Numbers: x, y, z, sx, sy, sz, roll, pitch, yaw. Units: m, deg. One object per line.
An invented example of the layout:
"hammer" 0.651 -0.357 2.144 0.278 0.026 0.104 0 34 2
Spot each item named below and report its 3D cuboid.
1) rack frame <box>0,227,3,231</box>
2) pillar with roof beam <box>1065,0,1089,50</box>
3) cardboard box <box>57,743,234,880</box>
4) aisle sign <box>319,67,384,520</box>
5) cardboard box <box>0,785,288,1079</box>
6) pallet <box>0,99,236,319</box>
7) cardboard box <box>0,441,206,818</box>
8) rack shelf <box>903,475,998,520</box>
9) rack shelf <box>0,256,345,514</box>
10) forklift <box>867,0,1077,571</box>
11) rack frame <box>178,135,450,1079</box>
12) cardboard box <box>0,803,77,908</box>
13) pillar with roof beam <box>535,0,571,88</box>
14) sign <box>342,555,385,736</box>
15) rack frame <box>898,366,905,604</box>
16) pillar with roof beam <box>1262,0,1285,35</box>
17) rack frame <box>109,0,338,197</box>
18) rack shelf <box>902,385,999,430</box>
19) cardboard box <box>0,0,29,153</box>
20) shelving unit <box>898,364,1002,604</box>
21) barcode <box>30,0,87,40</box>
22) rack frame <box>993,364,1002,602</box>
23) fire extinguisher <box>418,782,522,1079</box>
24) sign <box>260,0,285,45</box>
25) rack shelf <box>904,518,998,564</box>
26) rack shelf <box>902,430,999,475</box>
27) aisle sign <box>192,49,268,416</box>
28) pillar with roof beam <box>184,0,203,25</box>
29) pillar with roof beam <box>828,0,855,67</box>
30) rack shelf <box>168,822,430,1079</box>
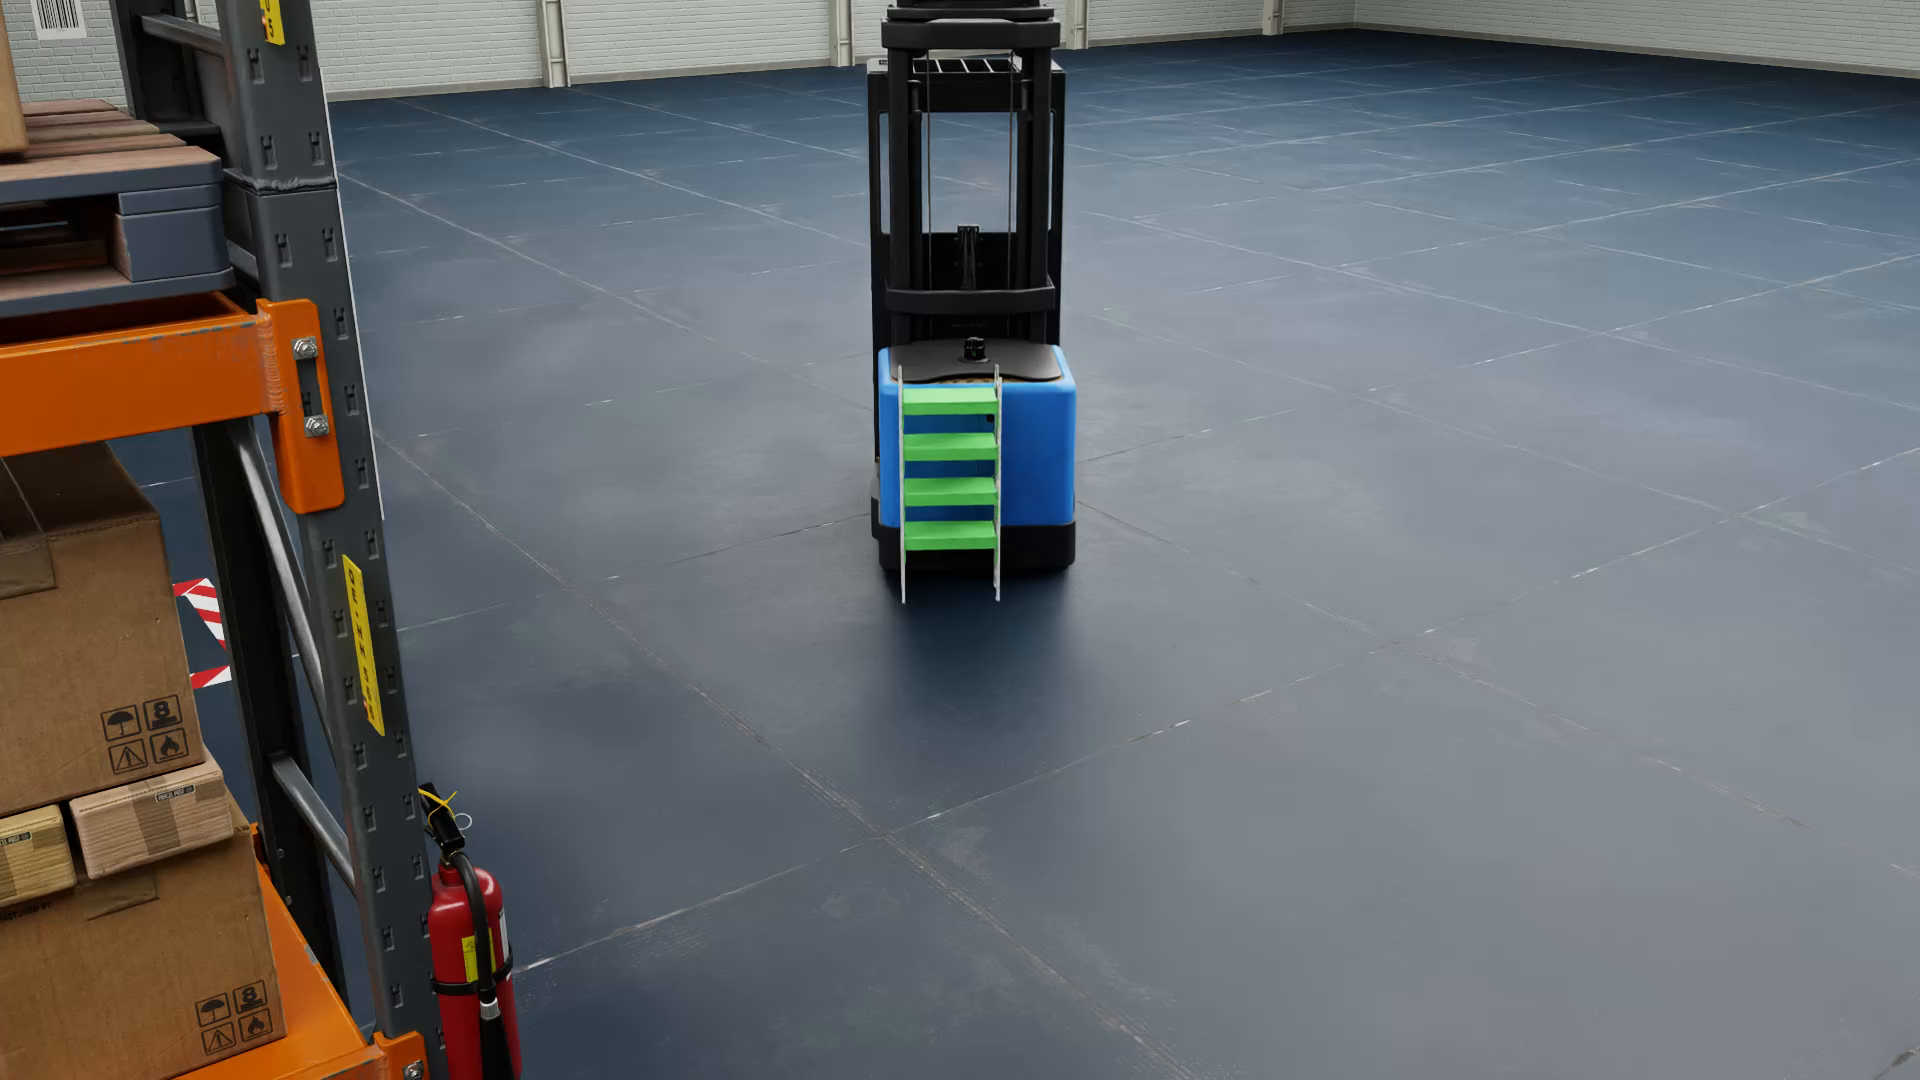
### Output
"rack frame" -4.268 -0.819 7.401 0.127 3.000 1.000 -15 26 -33
"pillar with roof beam" 5.054 -13.589 31.310 0.400 9.000 9.100 -15 26 -33
"cardboard box" -1.577 0.465 3.175 0.250 0.149 0.380 -15 26 -34
"aisle sign" -1.154 -0.461 2.997 0.004 0.787 0.394 -15 26 -33
"cardboard box" -1.765 0.723 3.402 0.500 0.500 0.700 -15 26 -33
"pallet" -1.968 -0.535 2.761 1.213 0.211 1.003 -15 26 -33
"cardboard box" -1.808 0.132 3.133 0.500 0.500 0.700 -15 26 -33
"rack shelf" -0.052 -0.219 8.498 0.480 0.148 0.258 -1 22 -3
"rack shelf" -3.002 0.046 2.157 4.000 0.370 1.077 -15 26 -33
"forklift" 0.021 -1.701 9.703 1.130 2.935 3.031 -1 22 -3
"rack frame" -1.379 0.672 3.665 0.127 3.000 1.000 -15 26 -33
"cardboard box" -1.789 0.522 3.032 0.250 0.149 0.380 -14 26 -32
"pillar with roof beam" -4.687 -10.992 24.800 0.400 9.000 9.100 -15 26 -33
"sign" -1.073 0.191 2.989 0.005 0.325 0.100 -15 26 -33
"rack frame" -0.296 -0.273 8.462 0.015 1.200 0.240 -1 22 -3
"pillar with roof beam" 9.924 -14.888 34.564 0.400 9.000 9.100 -15 26 -33
"rack frame" -1.379 -2.114 2.553 0.127 3.000 1.000 -15 26 -33
"rack shelf" -0.052 -0.664 8.320 0.480 0.148 0.258 -1 22 -3
"cardboard box" -1.847 -0.906 2.677 0.637 0.503 0.797 -13 25 -29
"shelving unit" -0.052 -0.278 8.474 0.503 1.200 0.258 -1 22 -3
"barcode" -1.342 -0.780 2.474 0.075 0.075 0.001 -15 26 -33
"rack frame" 0.191 -0.283 8.486 0.015 1.200 0.240 -1 22 -3
"fire extinguisher" -1.011 0.822 3.393 0.183 0.674 0.296 -15 26 -33
"sign" -1.073 -0.929 2.543 0.005 0.325 0.100 -15 26 -33
"rack shelf" -0.052 0.004 8.587 0.480 0.148 0.258 -1 22 -3
"rack shelf" -0.052 -0.442 8.409 0.480 0.148 0.258 -1 22 -3
"aisle sign" -1.504 -0.642 3.449 0.004 0.787 0.394 -15 26 -33
"pillar with roof beam" -9.557 -9.693 21.546 0.400 9.000 9.100 -15 26 -33
"pillar with roof beam" 0.183 -12.291 28.055 0.400 9.000 9.100 -15 26 -33
"rack shelf" -3.002 1.439 2.713 4.000 0.370 1.077 -15 26 -33
